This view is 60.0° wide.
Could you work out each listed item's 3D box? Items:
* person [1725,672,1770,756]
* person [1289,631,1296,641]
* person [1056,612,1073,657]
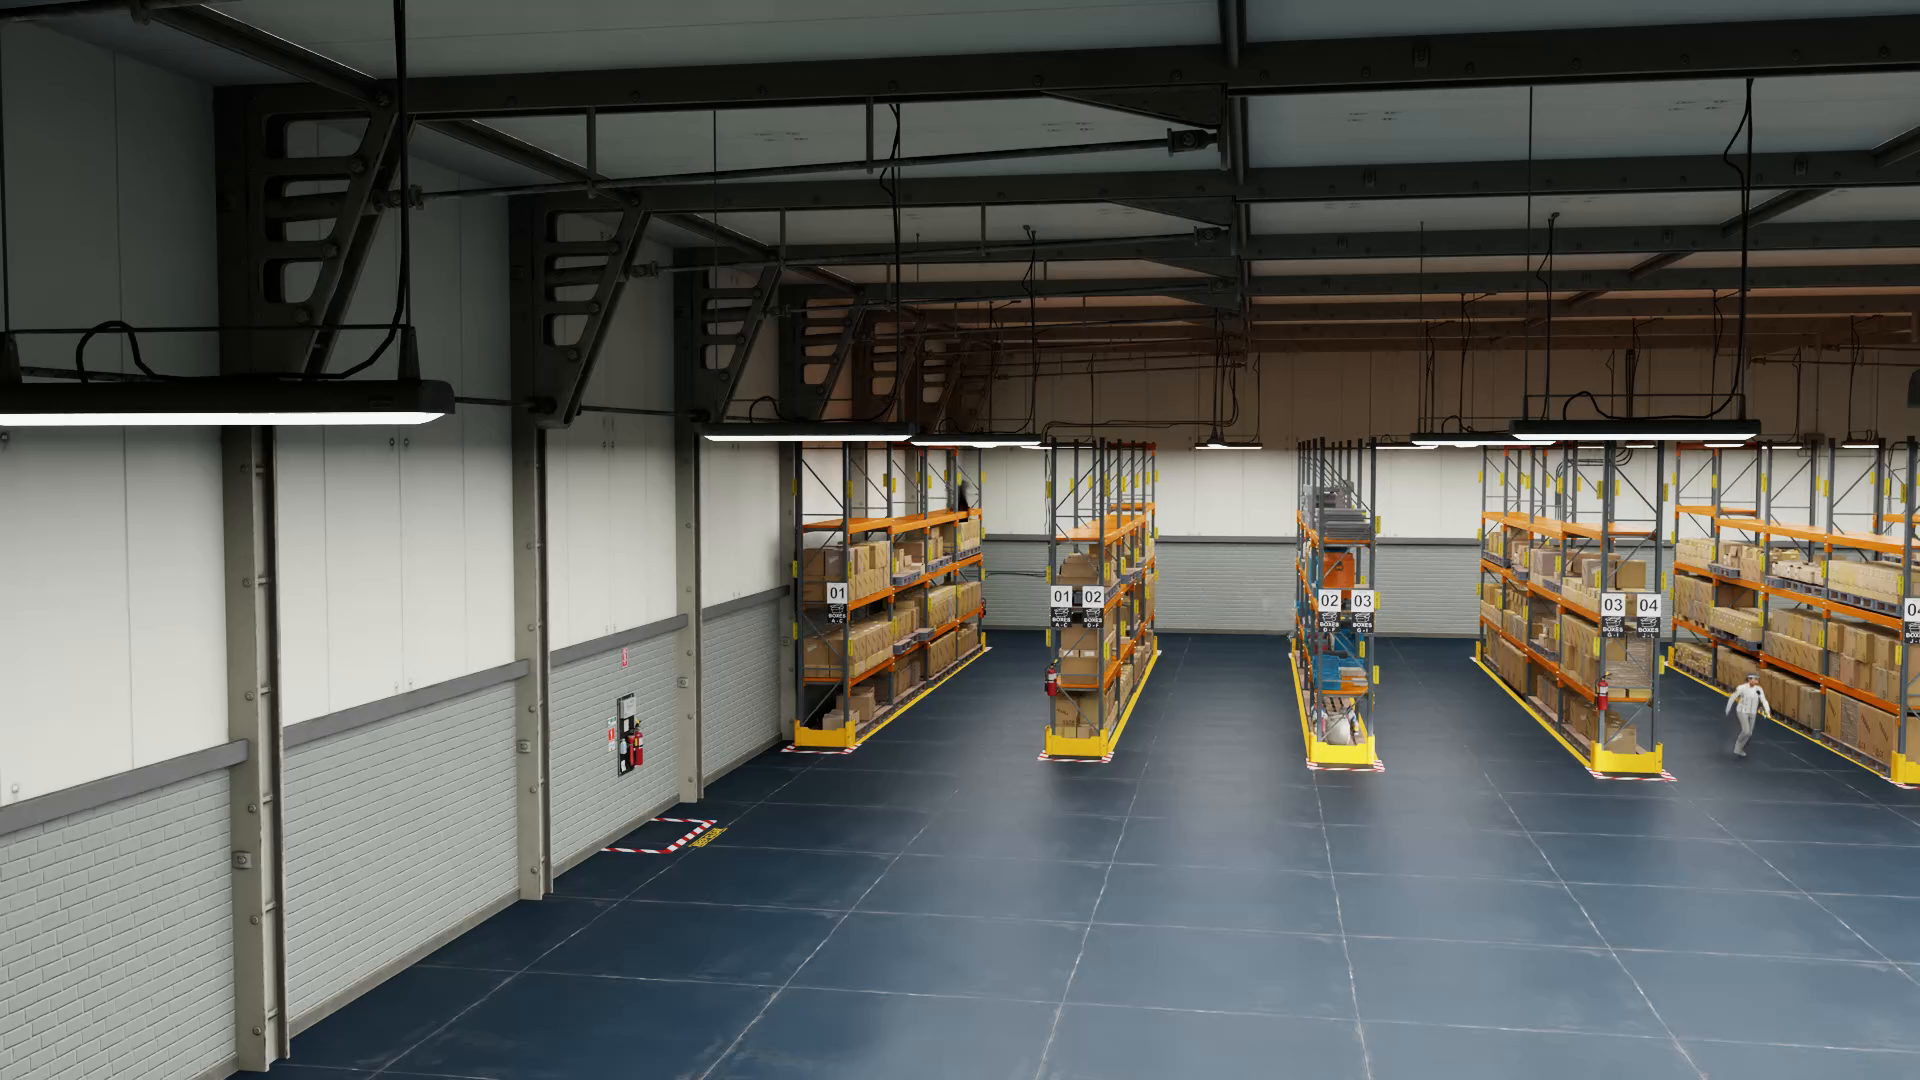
[{"bbox_3d":[14.766,3.256,31.063,0.571,1.618,0.773,0,3,-4],"label":"person"},{"bbox_3d":[10.193,2.390,49.329,0.521,1.451,0.972,-3,4,-42],"label":"person"},{"bbox_3d":[3.057,2.389,46.222,0.742,1.724,0.803,2,4,32],"label":"person"}]
